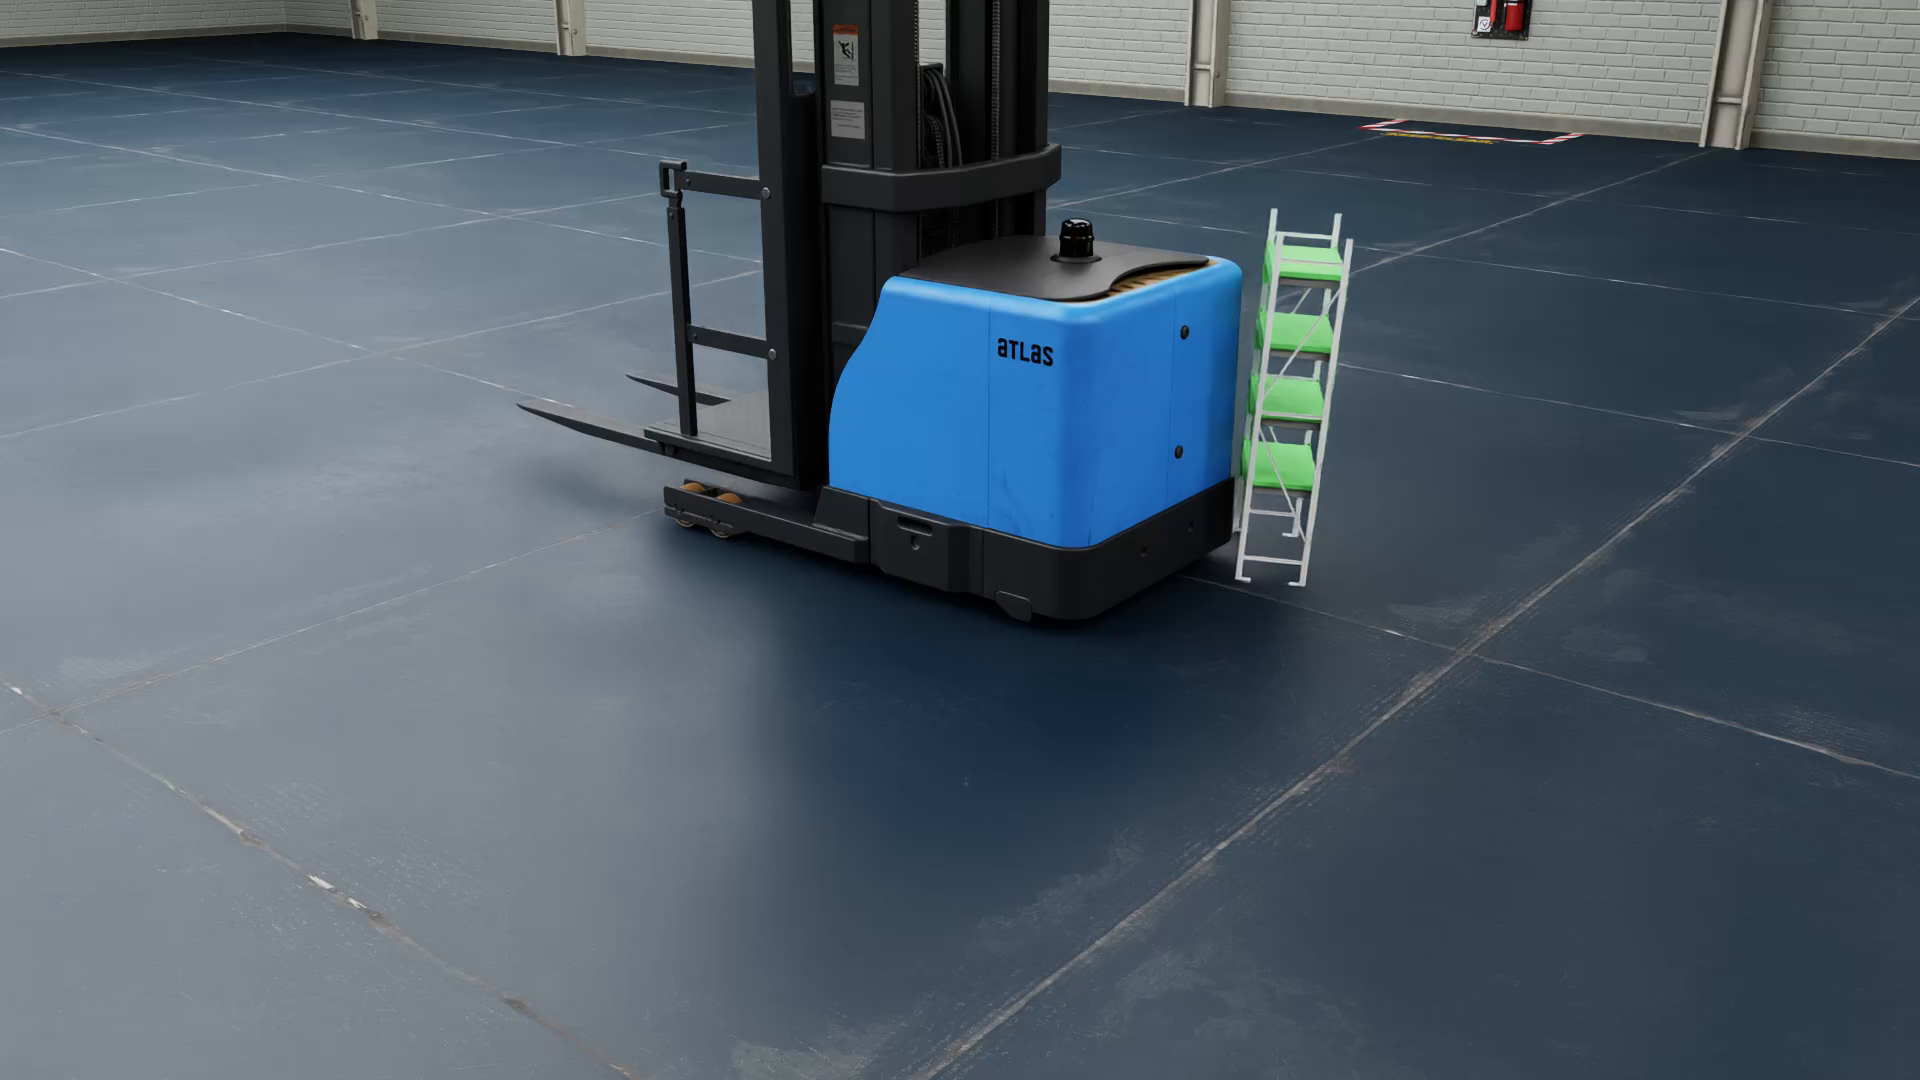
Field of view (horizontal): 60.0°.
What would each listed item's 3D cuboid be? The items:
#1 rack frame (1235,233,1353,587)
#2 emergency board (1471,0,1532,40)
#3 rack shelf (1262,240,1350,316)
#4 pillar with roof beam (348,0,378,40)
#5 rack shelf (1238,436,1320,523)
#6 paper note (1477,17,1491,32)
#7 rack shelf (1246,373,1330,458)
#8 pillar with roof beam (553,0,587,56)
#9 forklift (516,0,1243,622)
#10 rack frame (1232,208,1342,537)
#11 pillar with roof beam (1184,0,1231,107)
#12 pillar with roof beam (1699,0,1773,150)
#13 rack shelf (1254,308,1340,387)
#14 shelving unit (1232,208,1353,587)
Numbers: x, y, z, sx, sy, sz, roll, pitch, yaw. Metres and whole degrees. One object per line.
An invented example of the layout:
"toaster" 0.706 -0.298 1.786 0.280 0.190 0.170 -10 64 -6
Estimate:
"rack frame" 1.105 -0.413 5.542 0.240 1.200 0.015 6 21 6
"emergency board" 5.718 -5.884 17.519 0.643 1.169 0.194 16 26 36
"rack shelf" 1.161 -0.886 5.619 0.258 0.148 0.480 6 21 6
"pillar with roof beam" -13.707 -12.307 26.049 0.400 9.000 9.100 16 26 36
"rack shelf" 1.122 -0.215 5.878 0.258 0.148 0.480 6 21 6
"paper note" 5.624 -5.530 17.829 0.142 0.148 0.016 16 26 36
"rack shelf" 1.135 -0.438 5.791 0.258 0.148 0.480 6 21 6
"pillar with roof beam" -9.059 -10.968 22.500 0.400 9.000 9.100 16 26 36
"forklift" -0.495 -1.508 6.014 3.031 2.935 1.130 15 26 35
"rack frame" 1.171 -0.583 5.995 0.240 1.200 0.015 6 21 6
"pillar with roof beam" 0.238 -8.291 15.400 0.400 9.000 9.100 16 26 36
"pillar with roof beam" 4.886 -6.952 11.850 0.400 9.000 9.100 16 26 36
"rack shelf" 1.148 -0.662 5.705 0.258 0.148 0.480 6 21 6
"shelving unit" 1.138 -0.498 5.768 0.258 1.200 0.503 6 21 6
